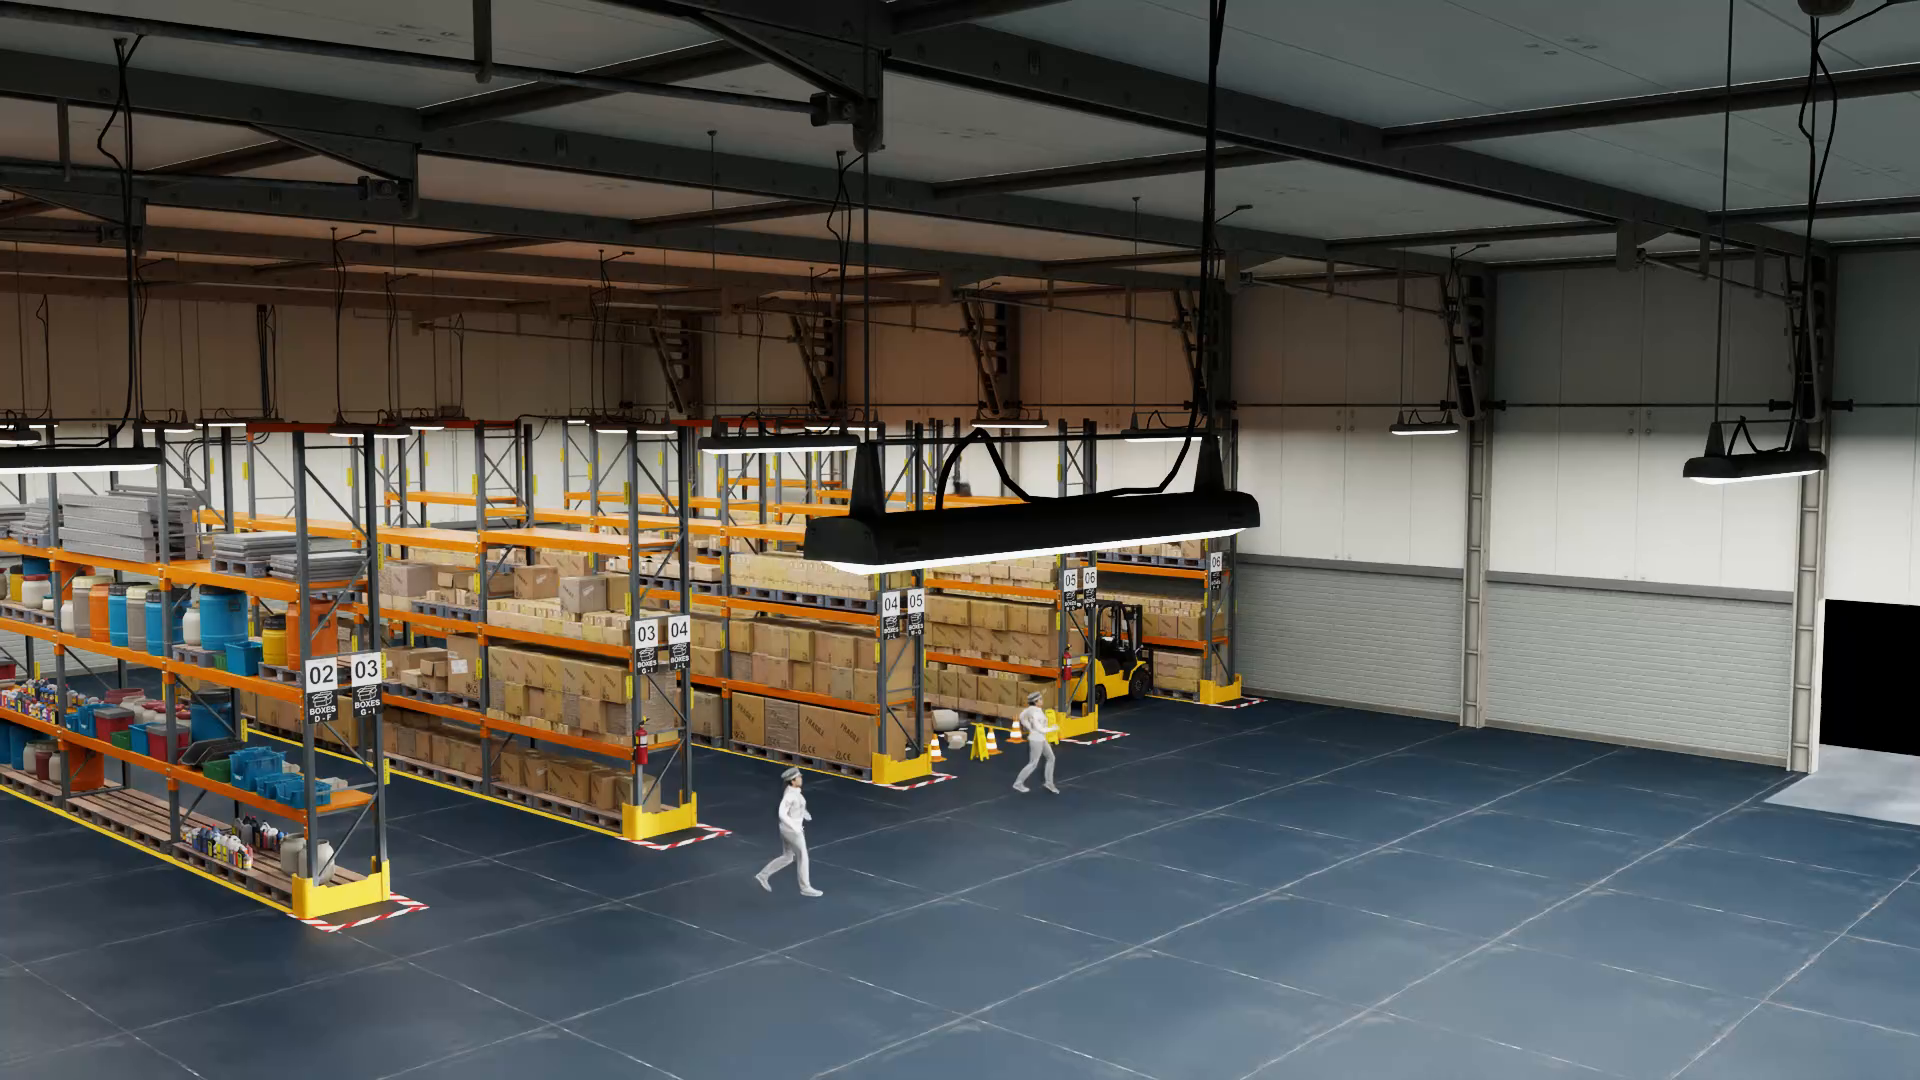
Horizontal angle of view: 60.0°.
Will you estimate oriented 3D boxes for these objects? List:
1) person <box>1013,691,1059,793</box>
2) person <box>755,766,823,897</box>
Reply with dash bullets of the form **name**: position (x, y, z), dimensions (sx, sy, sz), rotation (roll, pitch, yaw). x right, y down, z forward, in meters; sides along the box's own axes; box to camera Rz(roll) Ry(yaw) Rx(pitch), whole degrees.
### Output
- **person**: position (1.238, 3.292, 27.034), dimensions (0.775, 1.723, 0.617), rotation (0, 5, -1)
- **person**: position (-2.196, 3.723, 21.263), dimensions (0.860, 1.694, 0.610), rotation (-1, 5, -11)
